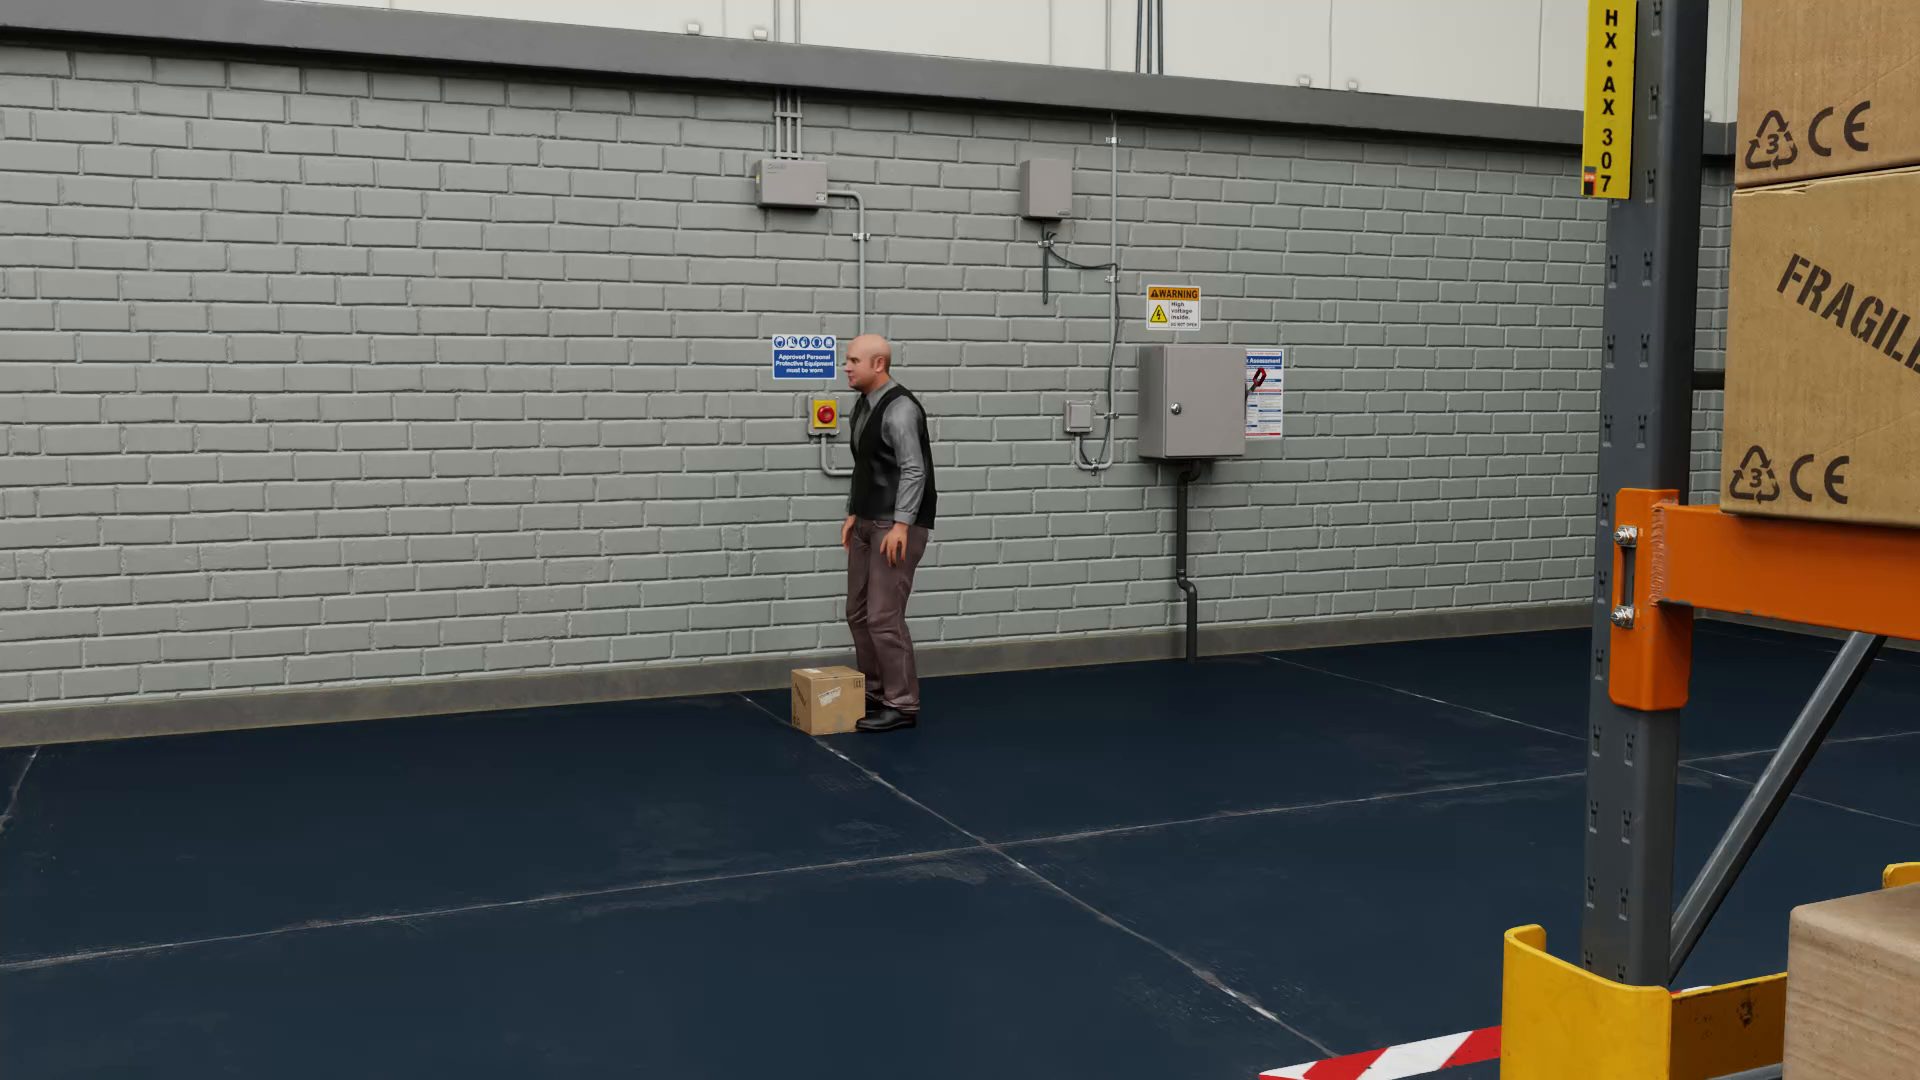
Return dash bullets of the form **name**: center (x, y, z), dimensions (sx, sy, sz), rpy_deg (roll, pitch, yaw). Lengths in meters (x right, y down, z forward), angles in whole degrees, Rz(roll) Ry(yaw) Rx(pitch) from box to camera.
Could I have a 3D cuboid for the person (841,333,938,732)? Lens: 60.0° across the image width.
- **person**: center (-0.323, -0.042, 7.329), dimensions (0.411, 1.721, 0.588), rpy_deg (-3, 6, -25)
